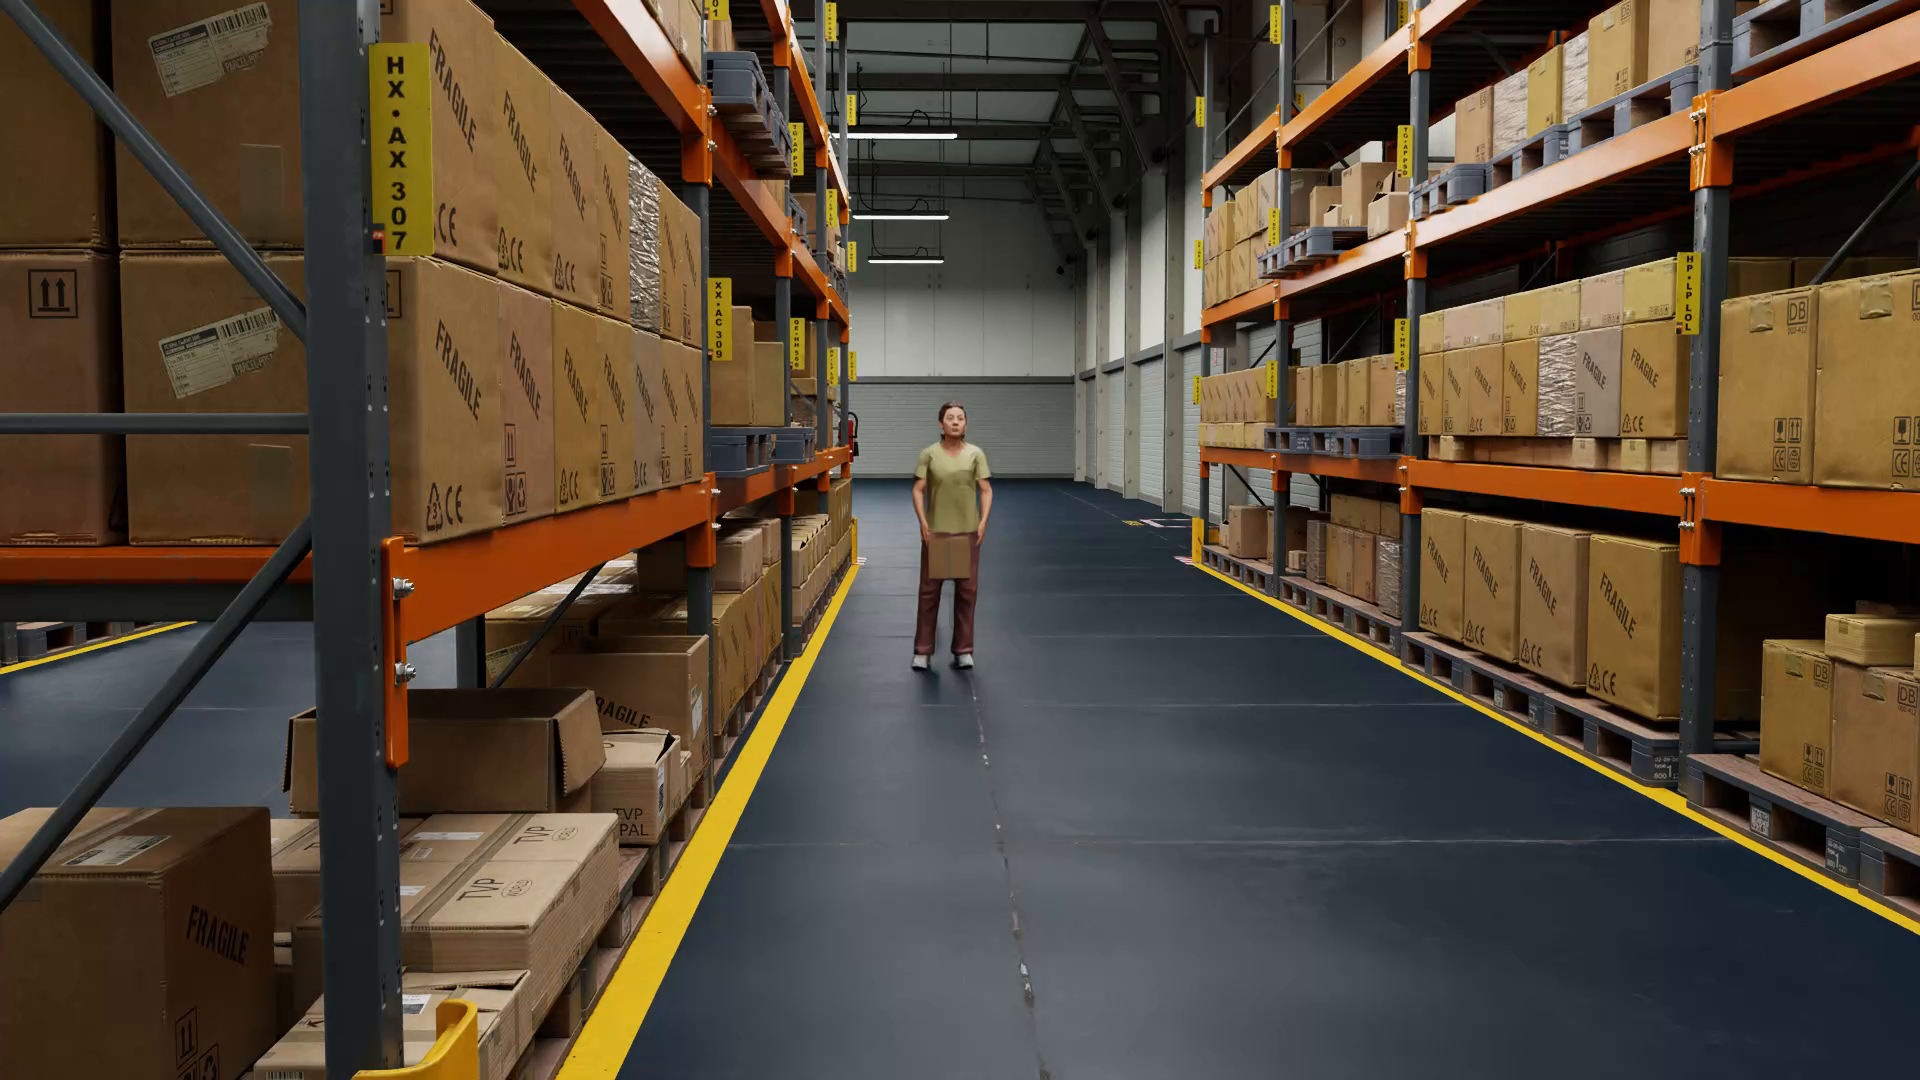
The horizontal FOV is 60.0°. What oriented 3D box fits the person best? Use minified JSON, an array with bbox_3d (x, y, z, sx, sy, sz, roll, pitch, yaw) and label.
[{"bbox_3d":[-0.048,-0.035,10.462,0.519,1.675,0.394,0,4,-1],"label":"person"}]
